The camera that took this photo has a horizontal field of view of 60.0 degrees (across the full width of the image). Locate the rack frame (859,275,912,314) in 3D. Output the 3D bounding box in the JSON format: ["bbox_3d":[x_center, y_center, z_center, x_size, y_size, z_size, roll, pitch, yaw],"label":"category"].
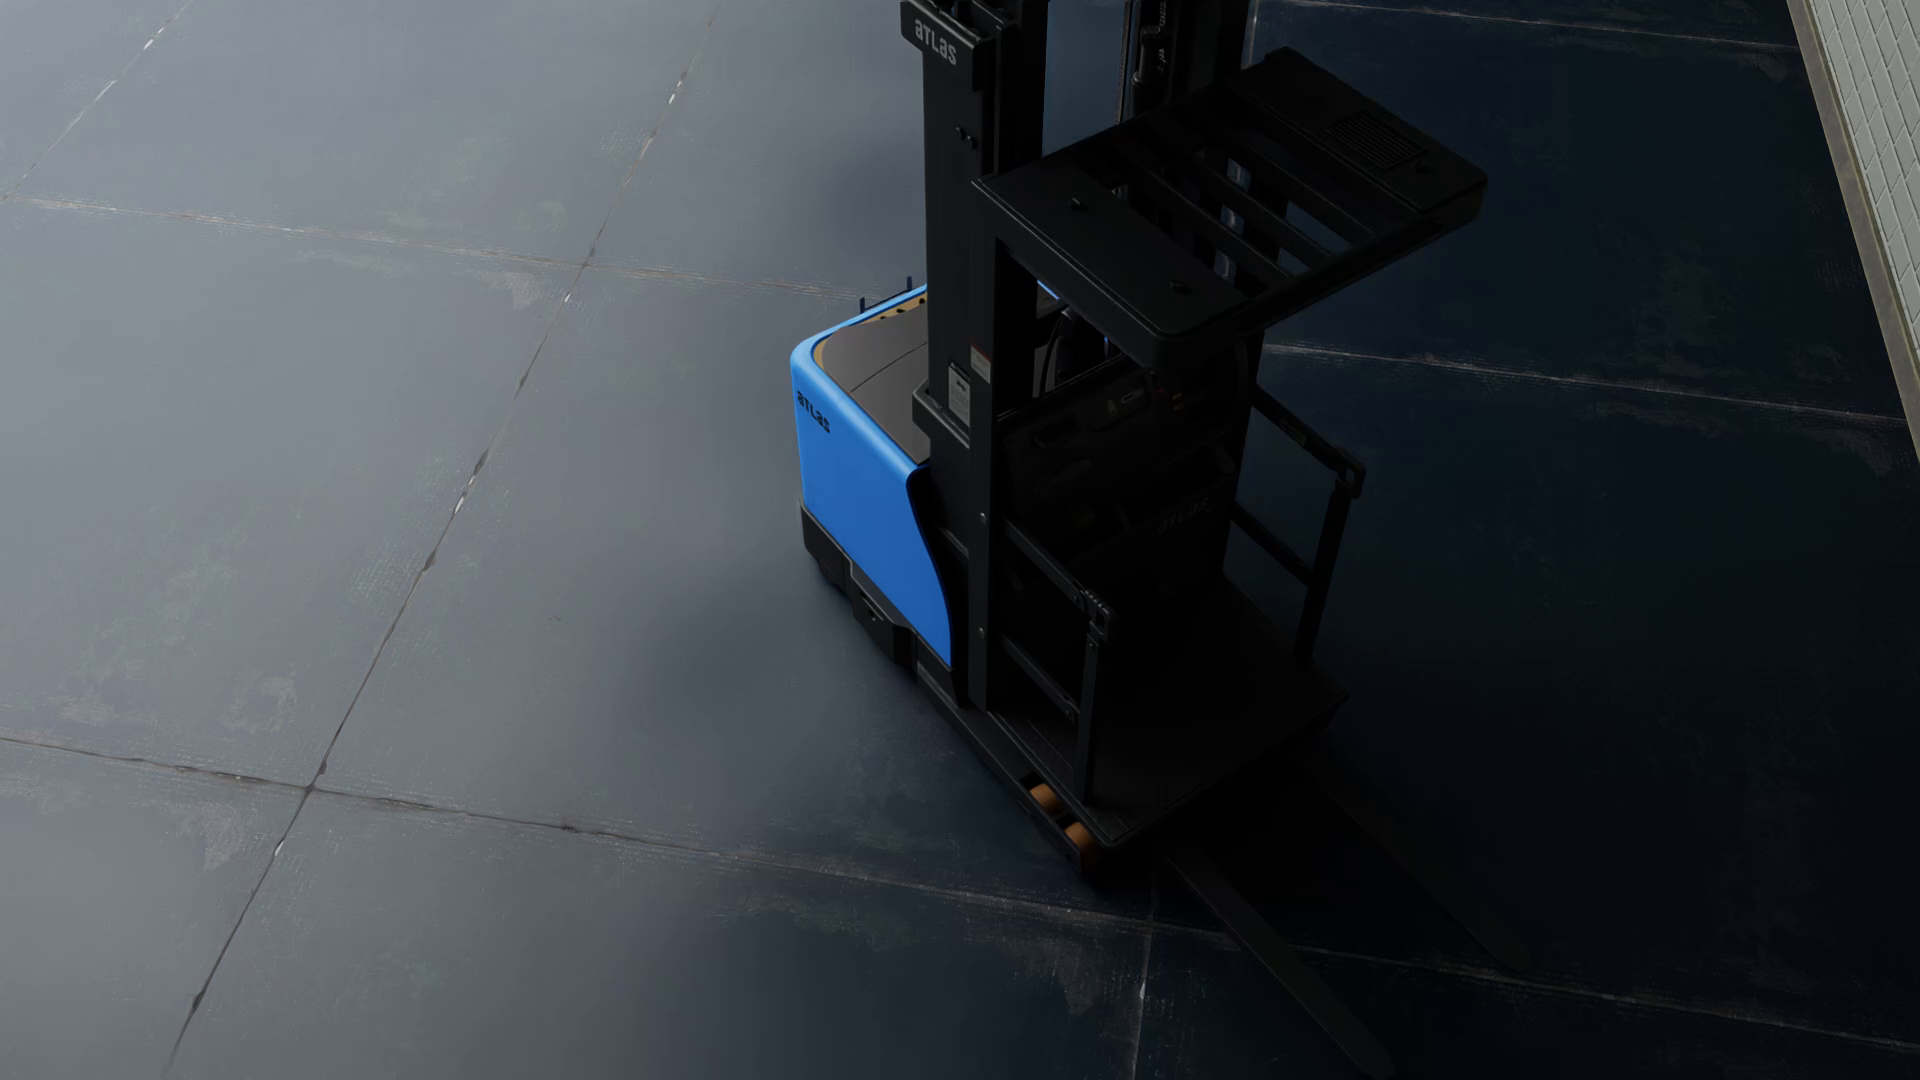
[{"bbox_3d":[-0.286,-0.670,6.719,0.240,0.900,0.006,-28,54,-23],"label":"rack frame"}]

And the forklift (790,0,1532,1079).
[{"bbox_3d":[0.647,-0.267,4.991,1.130,2.935,3.031,-28,54,-23],"label":"forklift"}]

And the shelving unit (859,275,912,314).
[{"bbox_3d":[-0.226,-0.608,6.664,0.258,0.900,0.210,-28,54,-23],"label":"shelving unit"}]
